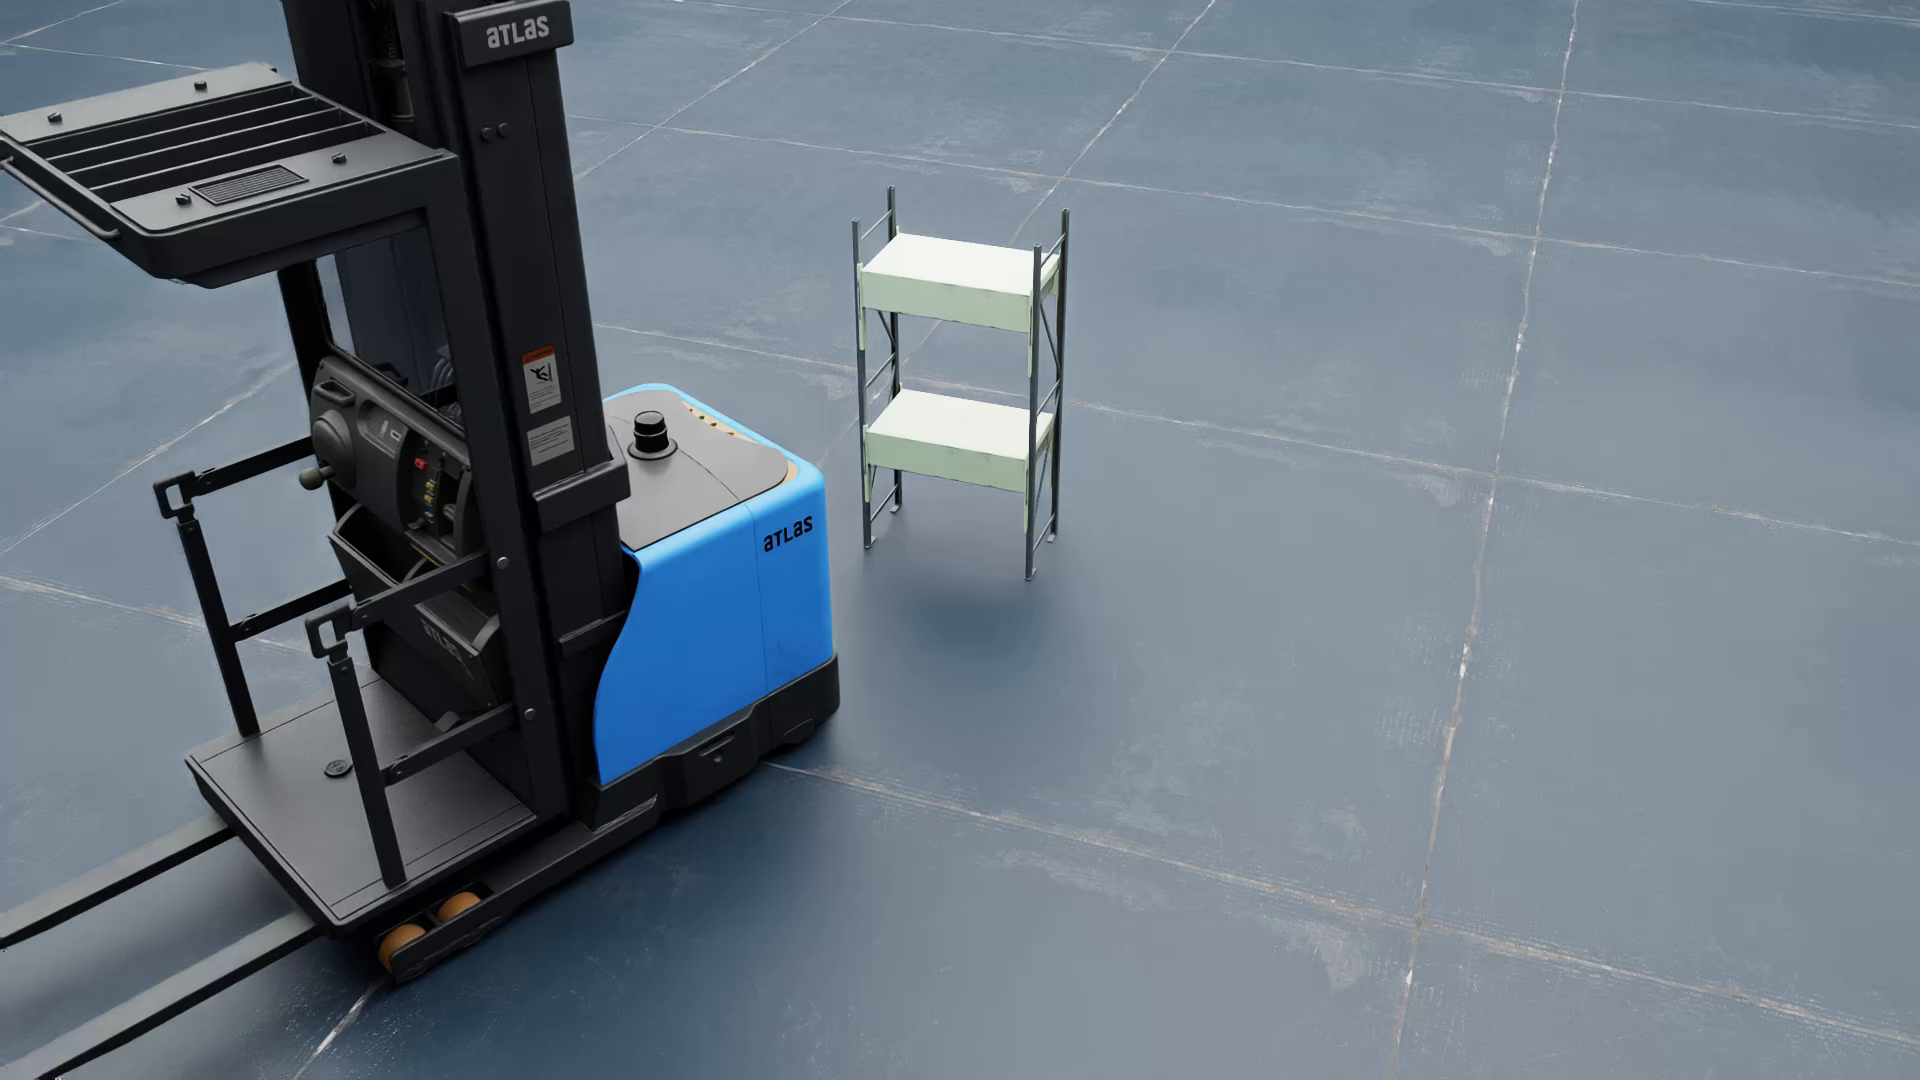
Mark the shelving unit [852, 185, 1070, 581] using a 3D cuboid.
[{"bbox_3d":[0.006,-0.629,6.841,0.755,1.500,0.431,11,34,16],"label":"shelving unit"}]

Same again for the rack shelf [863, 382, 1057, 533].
[{"bbox_3d":[0.006,-0.355,7.018,0.720,0.370,0.431,11,34,16],"label":"rack shelf"}]

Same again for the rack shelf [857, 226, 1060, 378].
[{"bbox_3d":[0.006,-0.957,6.630,0.720,0.370,0.431,11,34,16],"label":"rack shelf"}]

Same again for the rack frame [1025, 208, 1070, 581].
[{"bbox_3d":[0.351,-0.562,6.738,0.023,1.500,0.400,11,34,16],"label":"rack frame"}]

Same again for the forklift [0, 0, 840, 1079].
[{"bbox_3d":[-1.852,-0.193,4.846,3.031,2.935,1.130,-28,42,-36],"label":"forklift"}]

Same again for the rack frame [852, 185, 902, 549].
[{"bbox_3d":[-0.338,-0.696,6.945,0.023,1.500,0.400,11,34,16],"label":"rack frame"}]
